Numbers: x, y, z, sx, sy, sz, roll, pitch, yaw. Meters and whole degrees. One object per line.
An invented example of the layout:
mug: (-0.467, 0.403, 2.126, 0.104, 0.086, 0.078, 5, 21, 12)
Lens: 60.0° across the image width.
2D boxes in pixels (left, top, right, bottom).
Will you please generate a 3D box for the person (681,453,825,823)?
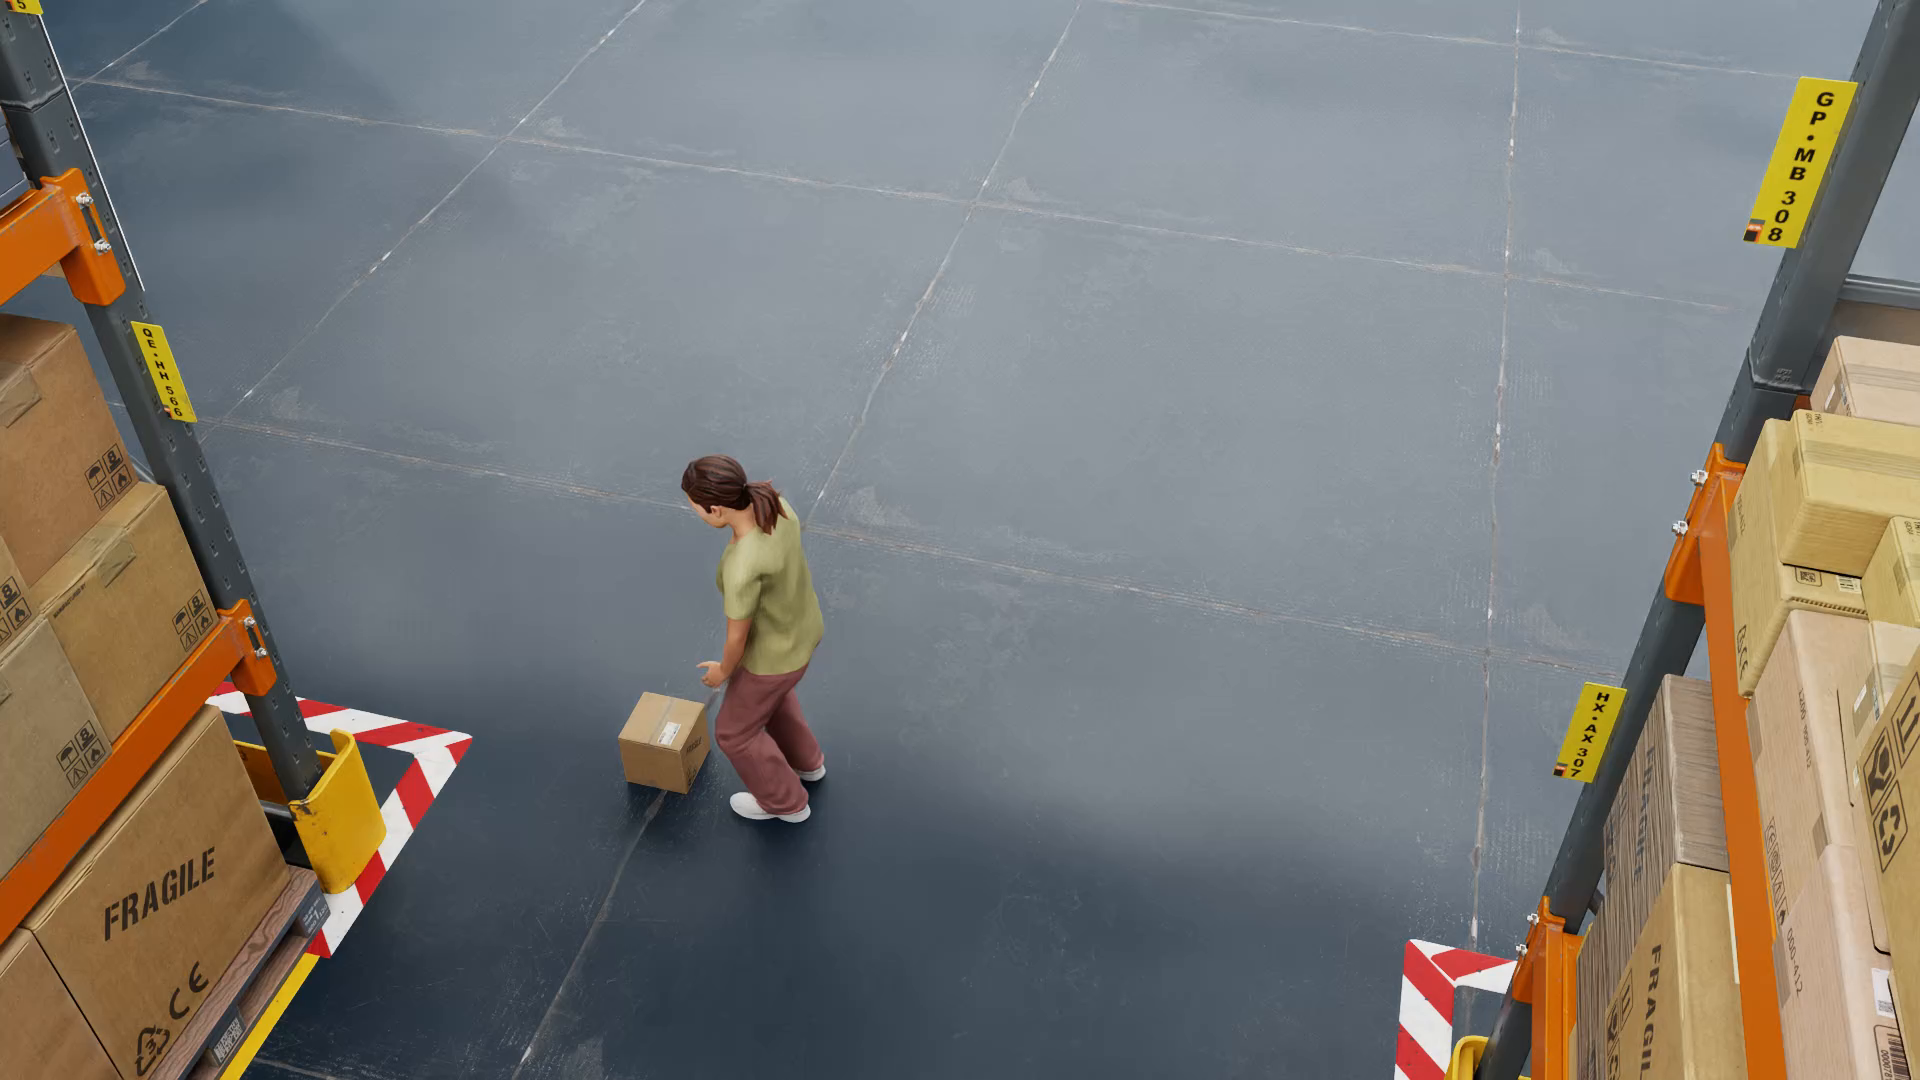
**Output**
person: (-0.697, 0.366, 5.794, 0.406, 1.617, 0.474, 11, 42, 12)
